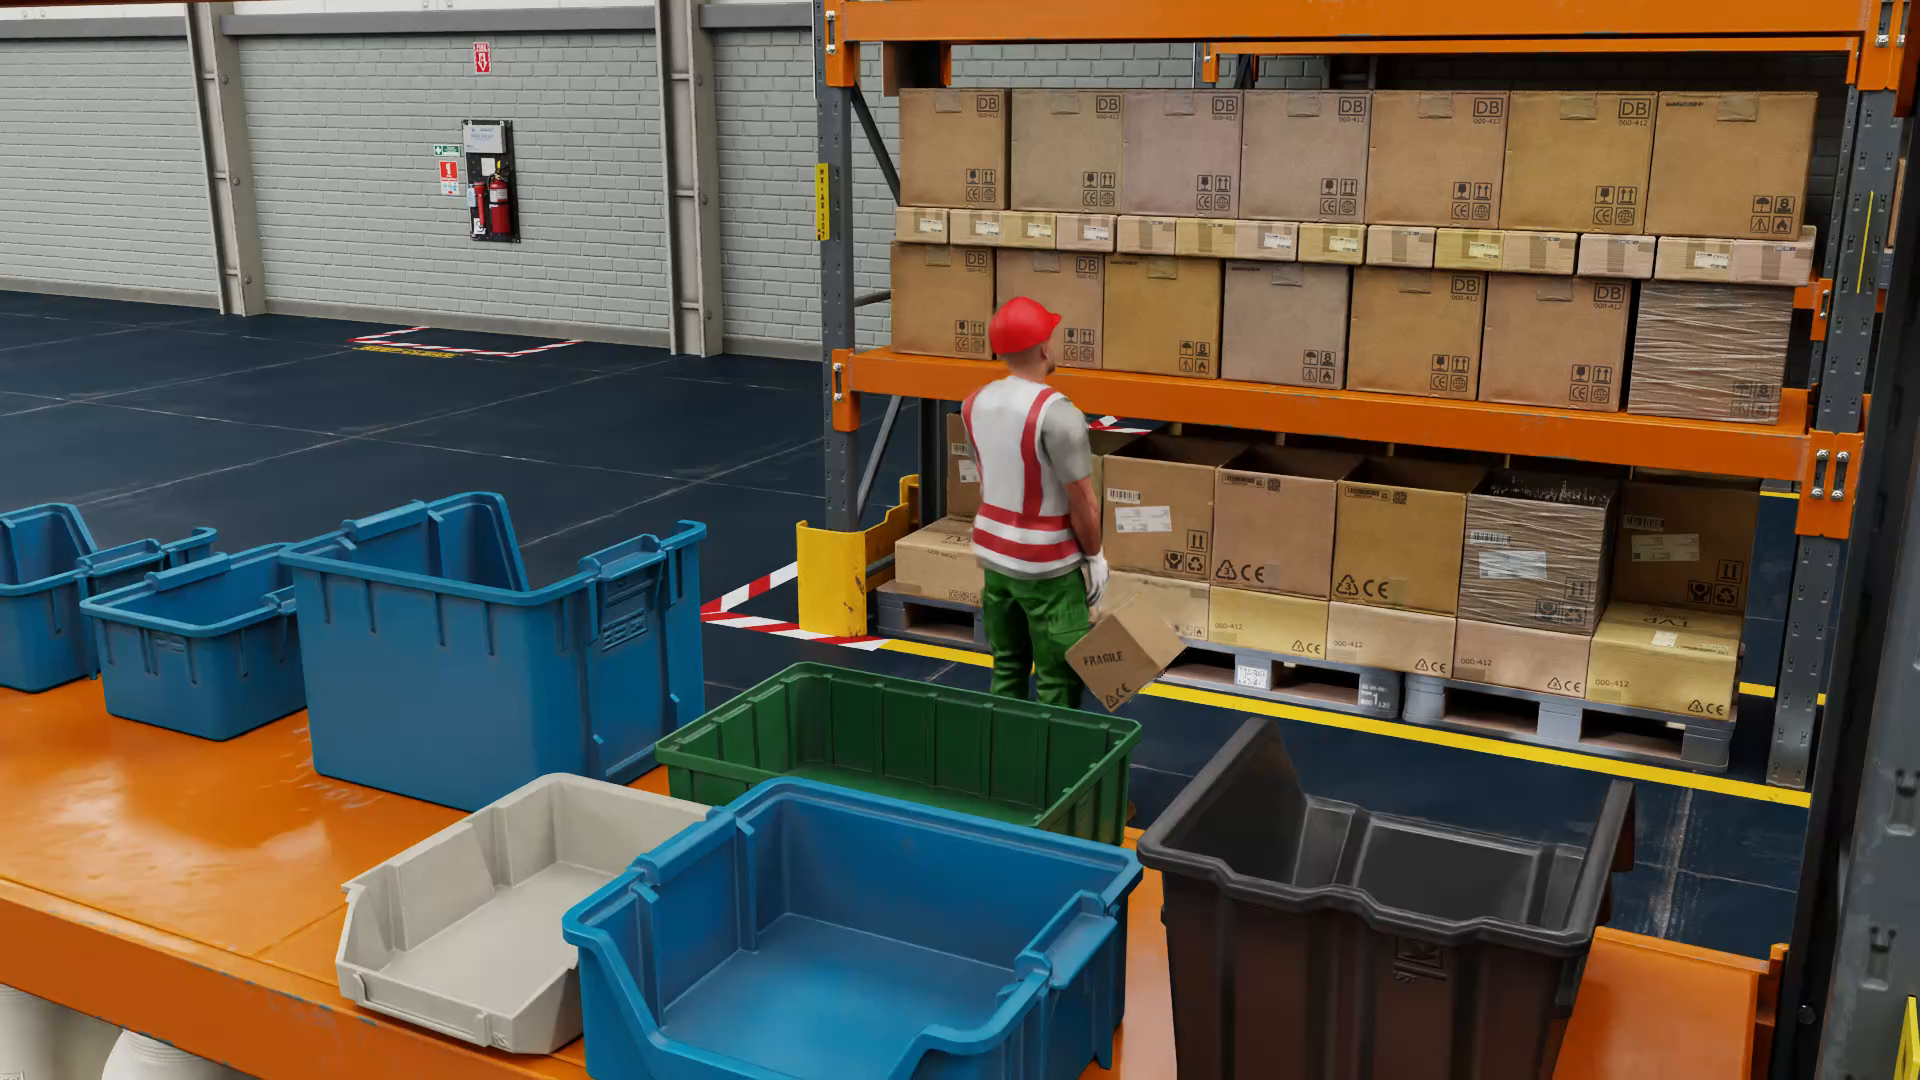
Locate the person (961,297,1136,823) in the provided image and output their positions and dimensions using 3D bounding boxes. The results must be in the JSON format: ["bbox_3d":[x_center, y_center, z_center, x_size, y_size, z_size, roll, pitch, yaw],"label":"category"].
[{"bbox_3d":[0.304,0.077,5.626,0.446,1.799,0.586,-14,21,-40],"label":"person"}]
